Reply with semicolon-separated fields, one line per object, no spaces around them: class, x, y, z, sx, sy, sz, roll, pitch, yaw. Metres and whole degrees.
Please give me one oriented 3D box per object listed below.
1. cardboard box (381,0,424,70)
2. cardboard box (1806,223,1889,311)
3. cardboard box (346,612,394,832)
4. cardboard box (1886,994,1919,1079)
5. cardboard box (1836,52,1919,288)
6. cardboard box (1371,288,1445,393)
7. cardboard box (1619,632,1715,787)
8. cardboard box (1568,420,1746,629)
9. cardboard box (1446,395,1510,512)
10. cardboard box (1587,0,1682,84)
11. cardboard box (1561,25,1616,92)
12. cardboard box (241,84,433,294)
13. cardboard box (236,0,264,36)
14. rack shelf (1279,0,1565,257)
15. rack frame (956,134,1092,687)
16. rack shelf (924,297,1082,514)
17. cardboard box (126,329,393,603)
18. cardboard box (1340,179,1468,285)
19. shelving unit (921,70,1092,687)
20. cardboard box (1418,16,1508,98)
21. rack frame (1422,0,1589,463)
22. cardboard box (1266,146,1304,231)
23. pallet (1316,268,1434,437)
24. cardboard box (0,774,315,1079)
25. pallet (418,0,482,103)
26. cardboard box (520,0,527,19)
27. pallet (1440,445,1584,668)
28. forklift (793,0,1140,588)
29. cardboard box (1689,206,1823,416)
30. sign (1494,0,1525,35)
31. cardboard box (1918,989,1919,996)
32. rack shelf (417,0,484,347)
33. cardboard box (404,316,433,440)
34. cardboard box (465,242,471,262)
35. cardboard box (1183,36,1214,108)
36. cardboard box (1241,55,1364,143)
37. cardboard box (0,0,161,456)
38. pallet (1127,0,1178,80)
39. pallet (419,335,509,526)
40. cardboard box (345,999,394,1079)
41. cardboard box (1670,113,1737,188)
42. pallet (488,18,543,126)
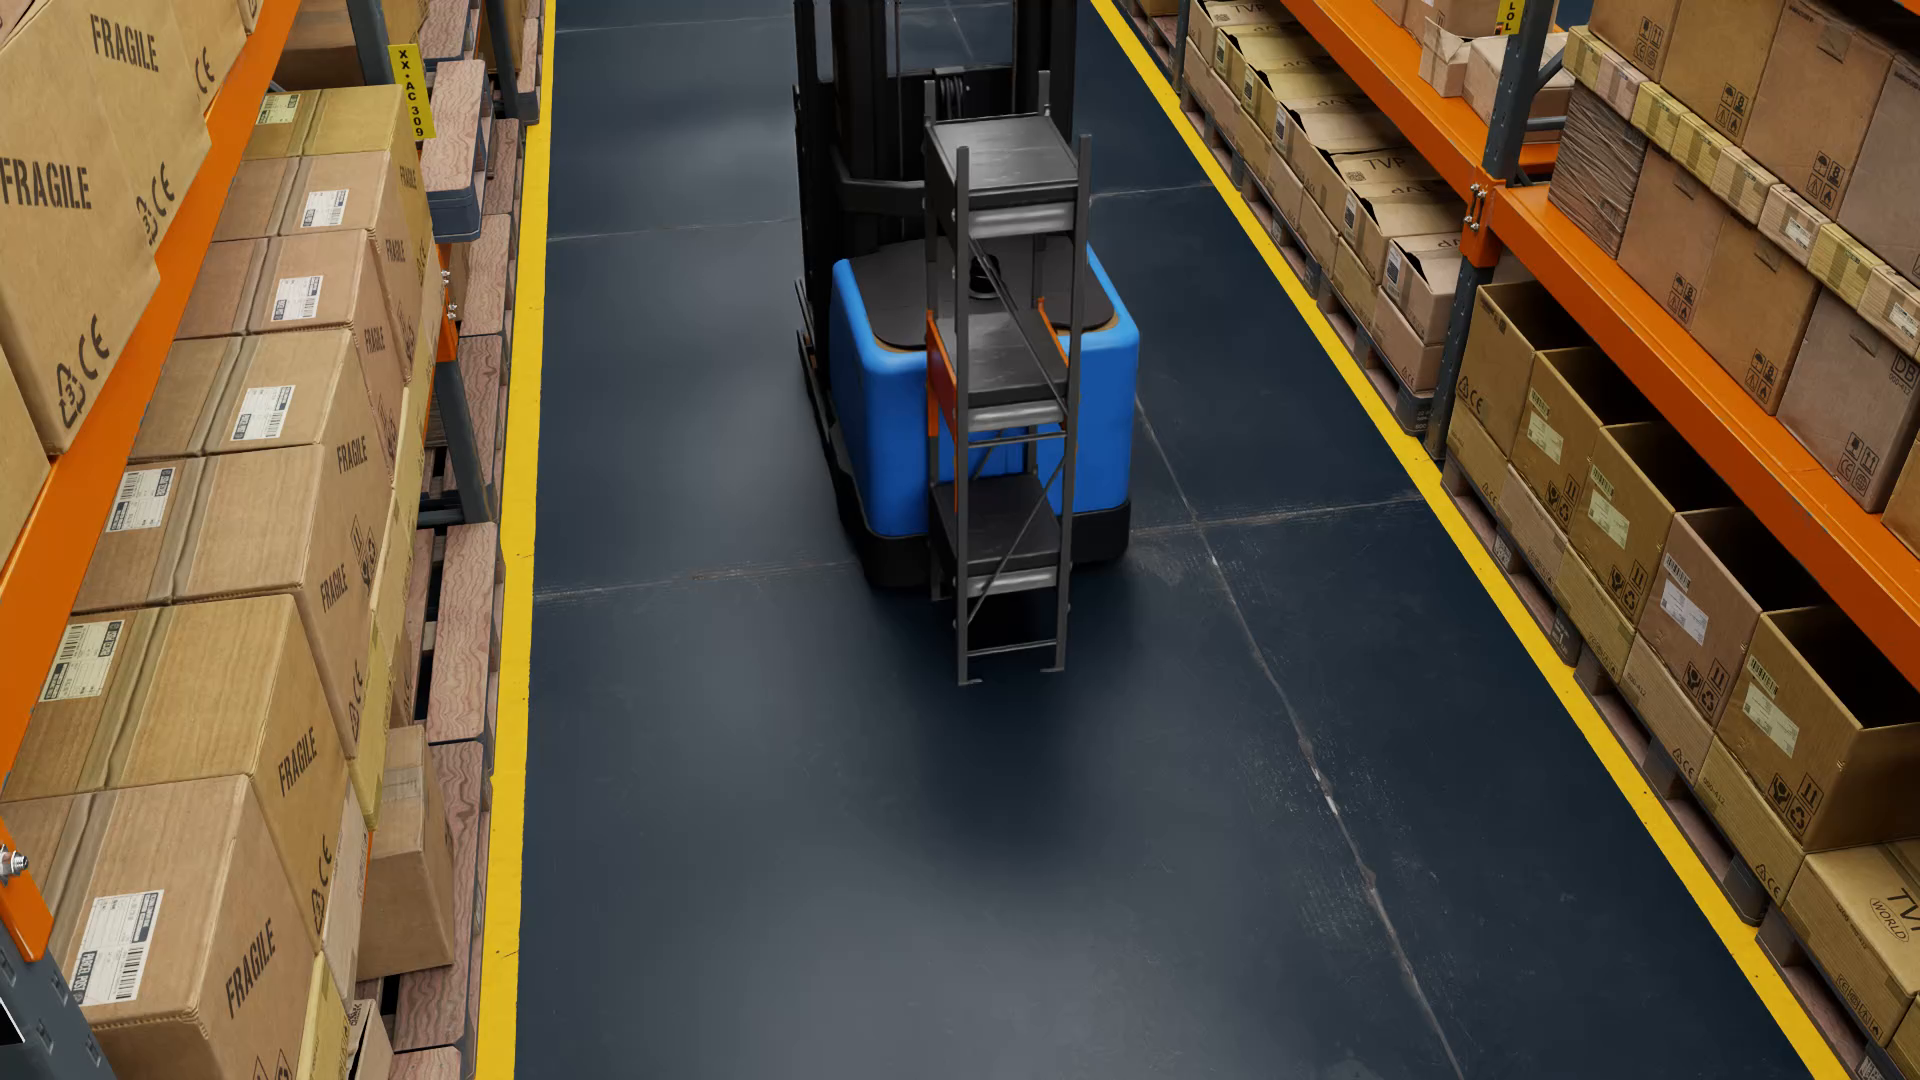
cardboard box;-2.496;-1.938;6.360;0.700;0.500;0.500;-3;38;-3
cardboard box;2.659;-0.788;4.709;0.380;0.149;0.250;-7;38;-8
cardboard box;-1.609;0.442;3.842;0.500;0.250;0.500;-7;38;-9
cardboard box;2.844;1.433;4.359;0.500;0.250;0.500;-6;38;-8
cardboard box;2.875;-0.986;4.435;0.700;0.500;0.500;-6;38;-8
cardboard box;2.169;-0.910;7.376;0.500;0.250;0.500;-7;38;-8
cardboard box;2.569;0.528;5.524;0.500;0.250;0.500;-6;38;-8
cardboard box;2.476;-0.069;5.682;0.500;0.500;0.500;-6;38;-8
cardboard box;2.310;-0.378;6.691;0.500;0.250;0.500;-6;38;-8
cardboard box;2.611;-1.895;5.606;0.700;0.500;0.500;-6;38;-8
cardboard box;2.384;-1.723;5.913;0.380;0.149;0.250;-6;38;-8
cardboard box;-1.962;-1.068;5.175;0.500;0.500;0.500;-6;38;-8
cardboard box;-1.807;-1.392;3.554;0.500;0.500;0.500;-8;38;-10
rack shelf;2.177;-2.535;8.154;1.077;0.370;4.000;-6;38;-8
rack frame;0.187;-0.325;5.457;0.400;2.100;0.015;-7;38;-9
rack shelf;0.136;-0.460;5.653;0.431;0.518;0.480;-7;38;-9
cardboard box;-1.699;-0.148;3.990;0.500;0.500;0.500;-5;38;-7
cardboard box;2.077;-1.440;7.600;0.500;0.311;0.500;-5;38;-7
shelving unit;0.136;-0.471;5.645;0.431;2.100;0.503;-7;38;-9
cardboard box;2.192;-2.069;7.078;0.396;0.266;0.258;-7;38;-9
rack frame;2.527;-1.611;6.379;1.000;3.000;0.127;-6;38;-8
cardboard box;1.904;-1.832;8.563;0.500;0.250;0.500;-5;38;-7
pallet;2.360;-0.951;7.801;1.003;0.211;1.213;-6;38;-8
cardboard box;-1.436;0.775;2.803;0.500;0.500;0.500;-6;38;-8
pallet;-2.663;-2.225;7.325;1.003;0.211;1.213;-6;38;-8
cardboard box;-3.197;-3.797;10.602;0.750;0.750;0.750;-6;38;-8
pallet;2.625;-0.025;6.610;1.003;0.211;1.213;-6;38;-8
forklift;-0.141;-1.880;6.781;1.130;2.935;3.031;-7;38;-9
cardboard box;2.794;-0.762;5.204;0.700;0.500;0.500;-6;38;-7
sign;1.995;-1.973;5.965;0.100;0.325;0.005;-6;38;-8
cardboard box;2.842;1.137;4.129;0.500;0.500;0.500;-6;38;-8
rack shelf;-2.700;-2.000;7.465;1.077;0.370;4.000;-6;38;-8
cardboard box;-1.888;-0.469;5.015;0.500;0.250;0.500;-6;38;-8
cardboard box;-2.782;-1.628;8.080;0.700;0.500;0.500;-6;38;-8
cardboard box;1.629;-2.759;9.755;0.500;0.250;0.500;-6;38;-8
cardboard box;1.816;-2.356;8.779;0.500;0.311;0.500;-7;38;-9
cardboard box;-1.519;-0.449;2.340;0.500;0.500;0.500;-4;38;-5
pallet;1.732;-3.381;10.930;1.003;0.211;1.213;-6;38;-8
pallet;-2.487;-0.445;7.150;1.003;0.211;1.213;-6;38;-8
cardboard box;-1.780;1.456;4.264;0.500;0.311;0.500;-3;38;-4
cardboard box;2.522;-1.258;5.314;0.380;0.149;0.250;-7;38;-8
pallet;-3.114;-2.875;10.279;1.003;0.211;1.213;-6;38;-8
